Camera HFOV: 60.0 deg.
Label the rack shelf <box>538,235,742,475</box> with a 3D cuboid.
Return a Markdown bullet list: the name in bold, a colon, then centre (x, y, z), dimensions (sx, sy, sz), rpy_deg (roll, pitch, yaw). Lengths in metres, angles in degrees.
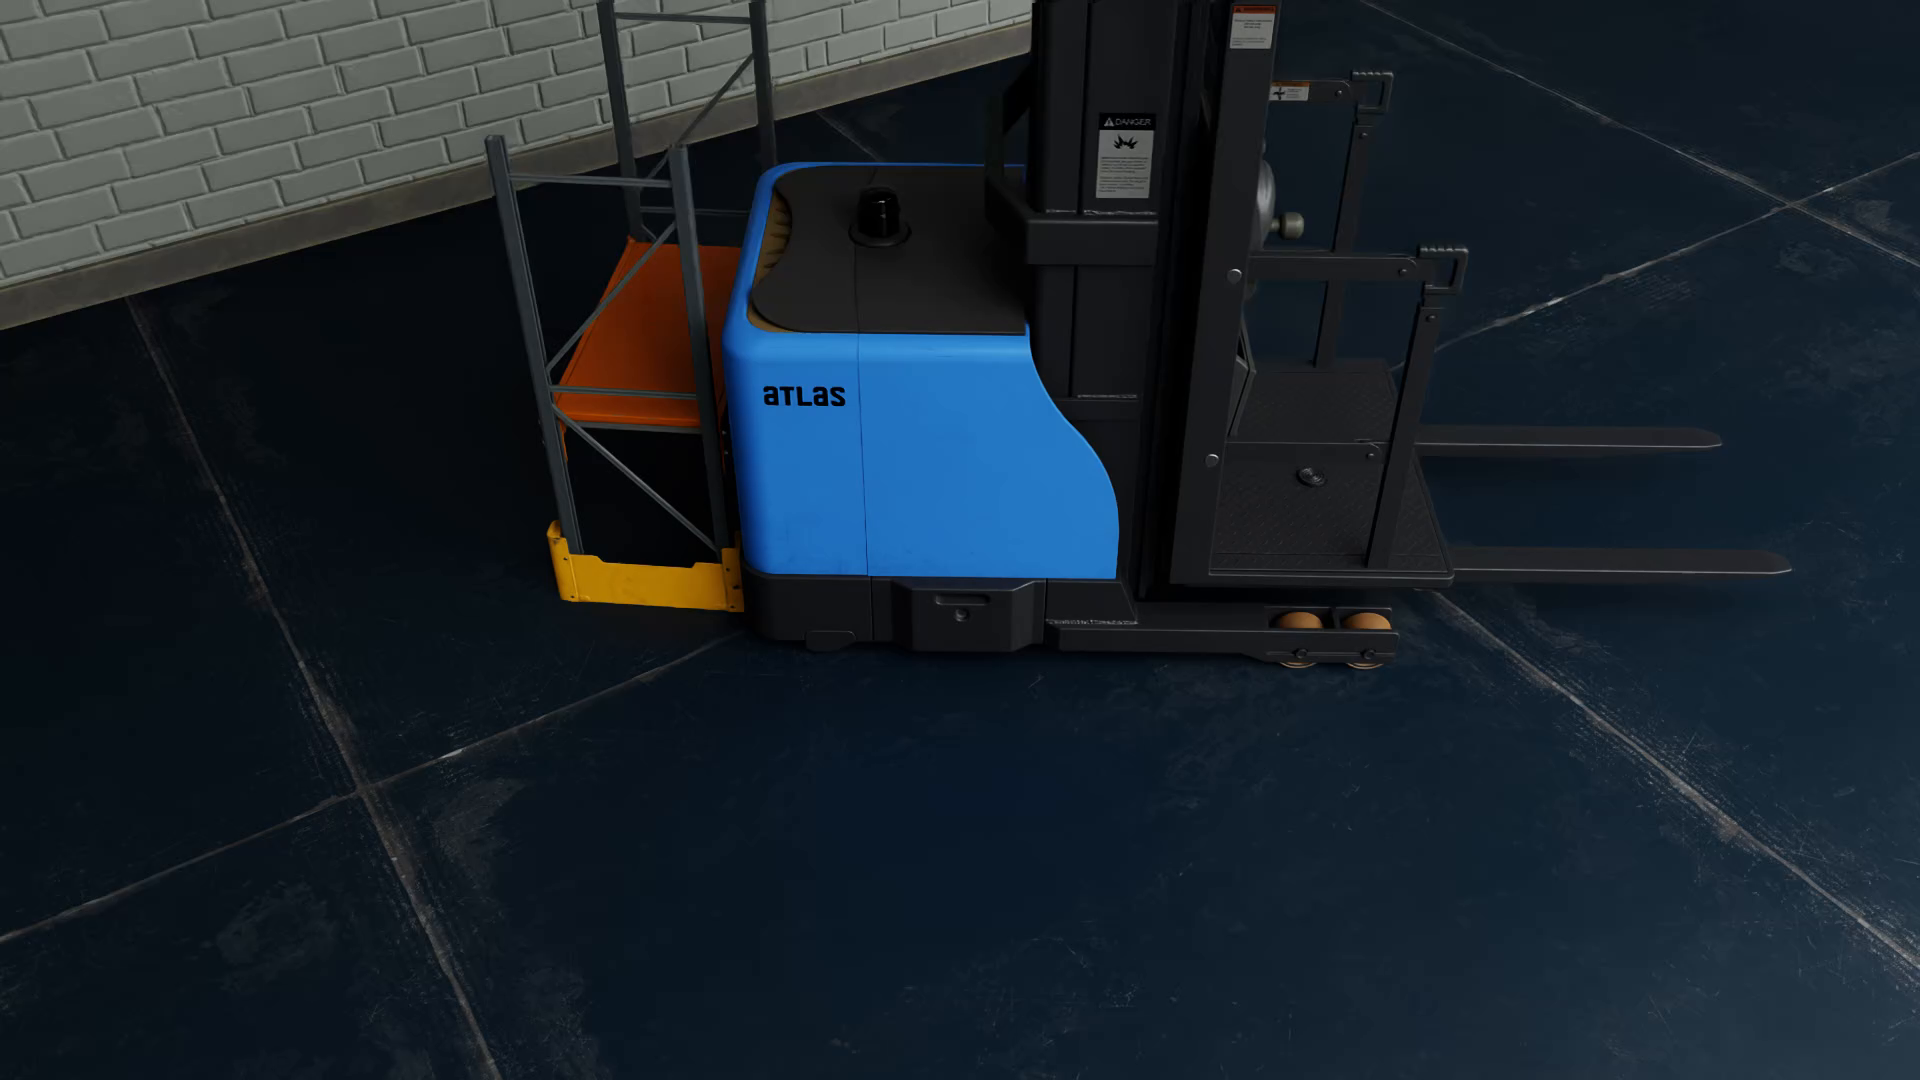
- **rack shelf**: centre (-0.871, -0.587, 5.064), dimensions (0.538, 0.185, 1.000), rpy_deg (4, 40, 4)

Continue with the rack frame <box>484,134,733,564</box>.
- **rack frame**: centre (-0.920, -0.401, 4.560), dimensions (0.500, 1.500, 0.032), rpy_deg (4, 40, 4)

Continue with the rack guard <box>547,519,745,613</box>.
- **rack guard**: centre (-0.920, 0.078, 4.961), dimensions (0.587, 0.250, 0.087), rpy_deg (4, 40, 4)

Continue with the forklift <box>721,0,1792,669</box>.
- **forklift**: centre (0.896, -1.099, 4.280), dimensions (3.031, 2.935, 1.130), rpy_deg (1, 40, 1)

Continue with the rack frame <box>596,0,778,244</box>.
- **rack frame**: centre (-0.823, -1.049, 5.338), dimensions (0.500, 1.500, 0.032), rpy_deg (4, 40, 4)

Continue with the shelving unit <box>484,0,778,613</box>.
- **shelving unit**: centre (-0.872, -0.719, 4.942), dimensions (0.587, 1.500, 1.083), rpy_deg (4, 40, 4)
